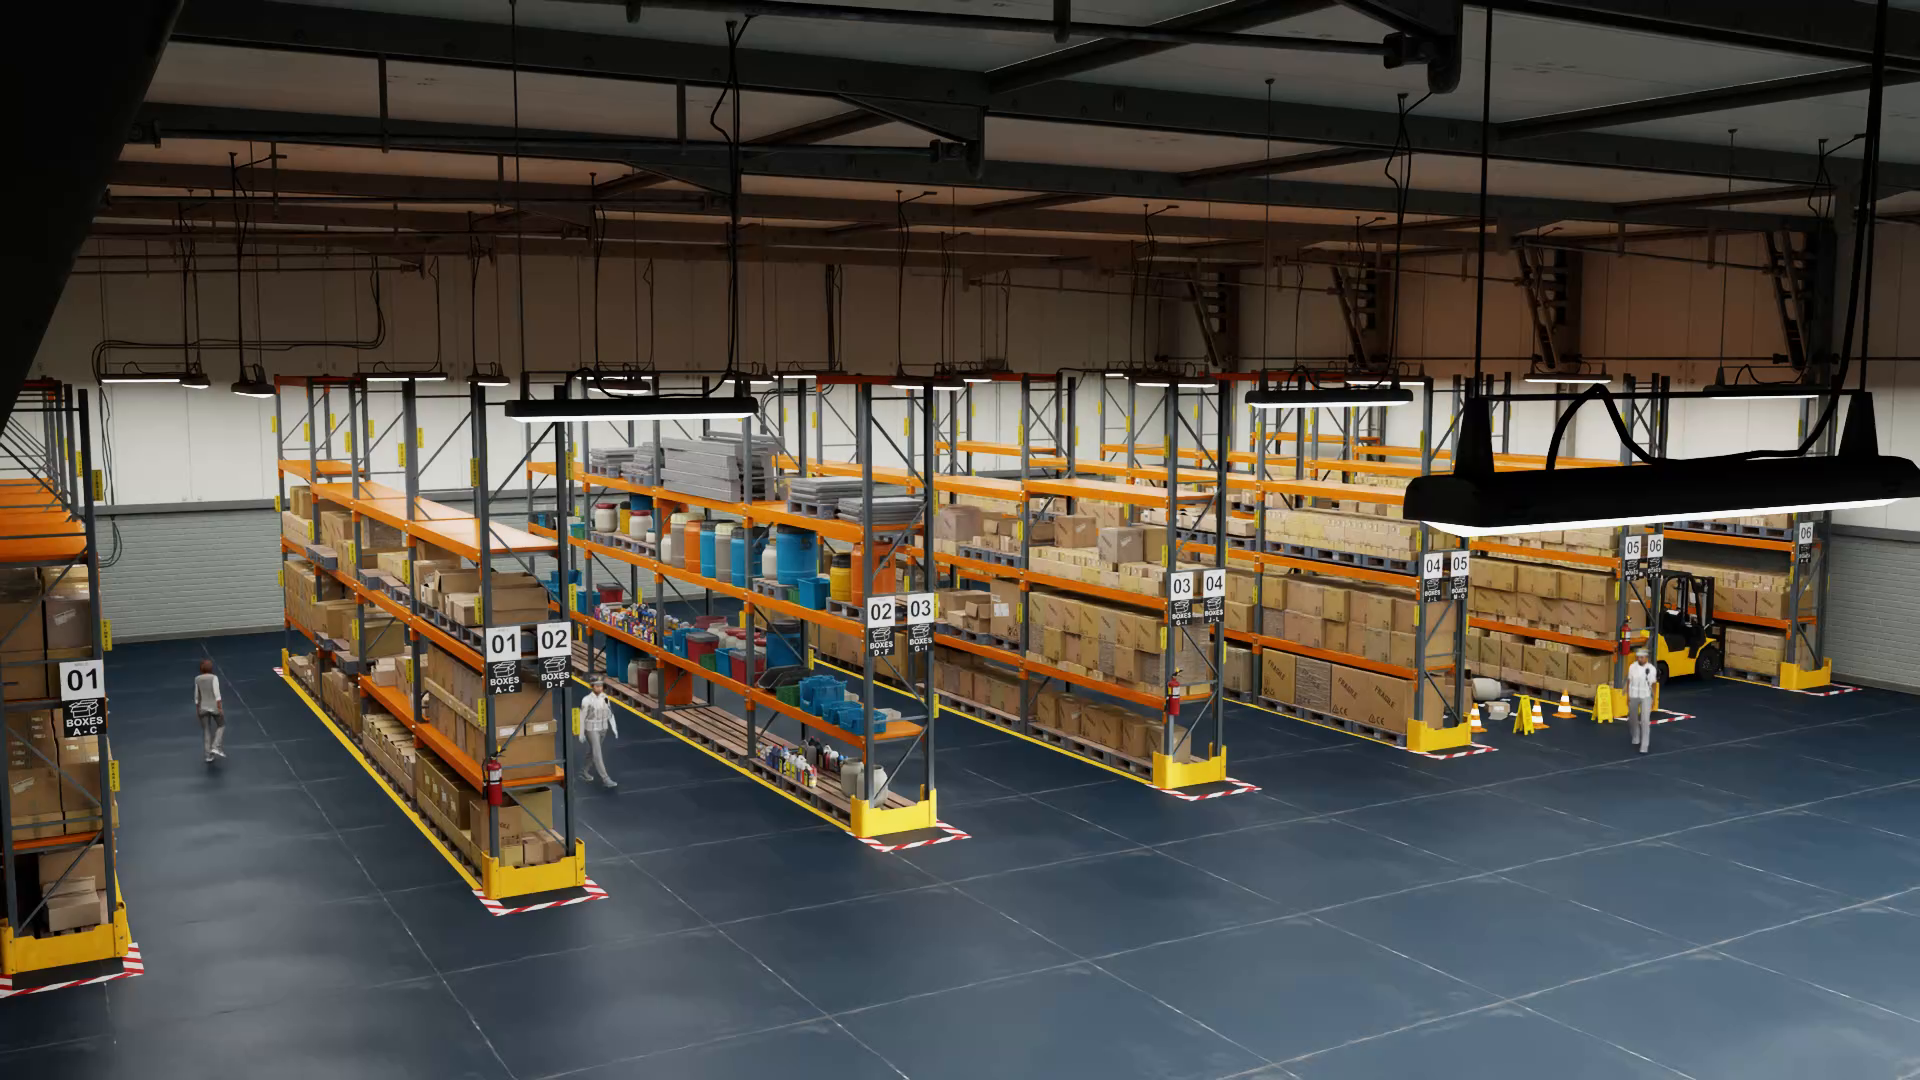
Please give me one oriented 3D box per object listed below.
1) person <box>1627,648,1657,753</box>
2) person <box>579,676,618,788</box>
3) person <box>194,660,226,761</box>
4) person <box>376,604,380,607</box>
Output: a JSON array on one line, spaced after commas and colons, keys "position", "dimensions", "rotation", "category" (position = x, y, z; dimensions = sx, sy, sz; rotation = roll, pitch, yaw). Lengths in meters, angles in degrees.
[{"position": [11.044, 2.555, 26.942], "dimensions": [0.428, 1.651, 0.790], "rotation": [5, 8, 36], "category": "person"}, {"position": [-5.311, 2.811, 24.566], "dimensions": [1.011, 1.627, 0.521], "rotation": [4, 7, 33], "category": "person"}, {"position": [-11.802, 2.673, 26.124], "dimensions": [0.442, 1.586, 0.444], "rotation": [-1, 6, -9], "category": "person"}, {"position": [-12.990, 1.489, 36.718], "dimensions": [0.710, 1.683, 0.659], "rotation": [-2, 7, -21], "category": "person"}]
